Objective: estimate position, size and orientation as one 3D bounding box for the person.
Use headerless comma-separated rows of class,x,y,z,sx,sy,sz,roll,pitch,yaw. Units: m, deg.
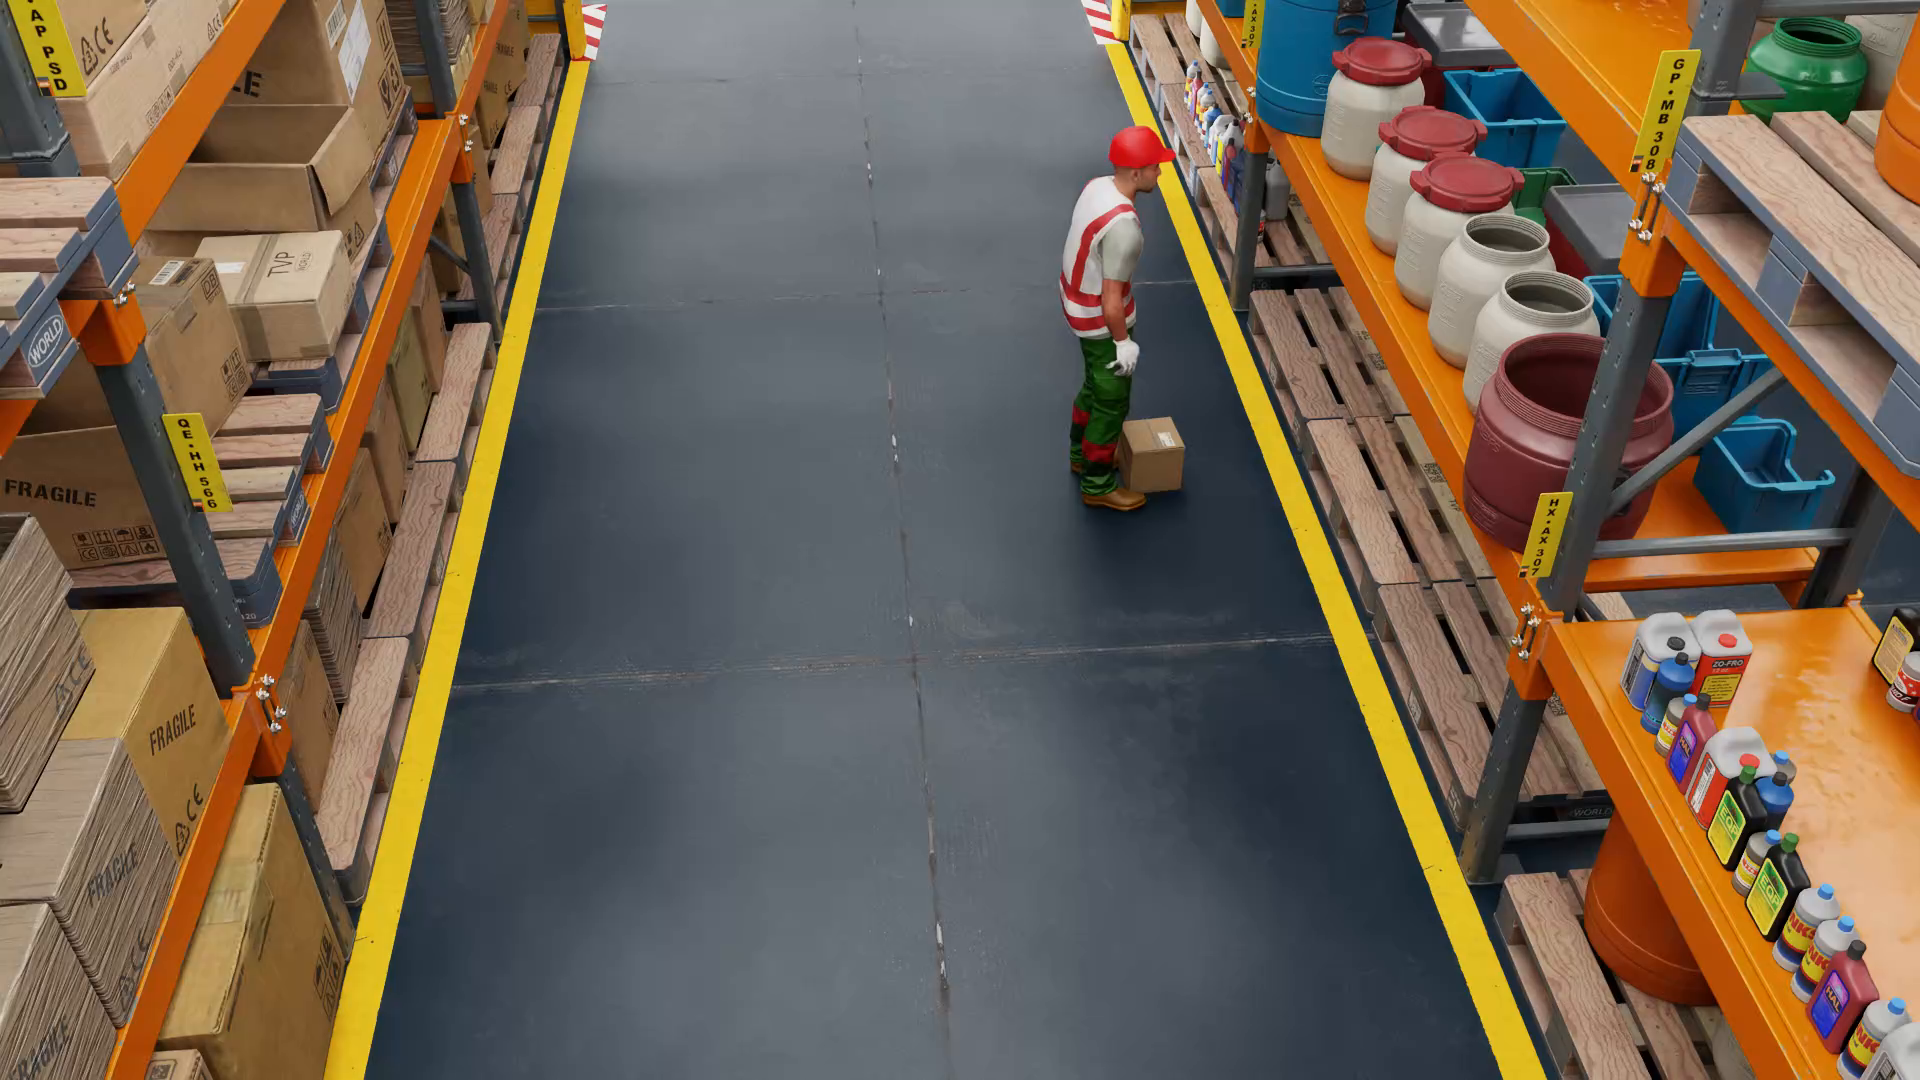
person,0.674,-0.981,7.365,0.453,1.777,0.608,-3,39,-4
